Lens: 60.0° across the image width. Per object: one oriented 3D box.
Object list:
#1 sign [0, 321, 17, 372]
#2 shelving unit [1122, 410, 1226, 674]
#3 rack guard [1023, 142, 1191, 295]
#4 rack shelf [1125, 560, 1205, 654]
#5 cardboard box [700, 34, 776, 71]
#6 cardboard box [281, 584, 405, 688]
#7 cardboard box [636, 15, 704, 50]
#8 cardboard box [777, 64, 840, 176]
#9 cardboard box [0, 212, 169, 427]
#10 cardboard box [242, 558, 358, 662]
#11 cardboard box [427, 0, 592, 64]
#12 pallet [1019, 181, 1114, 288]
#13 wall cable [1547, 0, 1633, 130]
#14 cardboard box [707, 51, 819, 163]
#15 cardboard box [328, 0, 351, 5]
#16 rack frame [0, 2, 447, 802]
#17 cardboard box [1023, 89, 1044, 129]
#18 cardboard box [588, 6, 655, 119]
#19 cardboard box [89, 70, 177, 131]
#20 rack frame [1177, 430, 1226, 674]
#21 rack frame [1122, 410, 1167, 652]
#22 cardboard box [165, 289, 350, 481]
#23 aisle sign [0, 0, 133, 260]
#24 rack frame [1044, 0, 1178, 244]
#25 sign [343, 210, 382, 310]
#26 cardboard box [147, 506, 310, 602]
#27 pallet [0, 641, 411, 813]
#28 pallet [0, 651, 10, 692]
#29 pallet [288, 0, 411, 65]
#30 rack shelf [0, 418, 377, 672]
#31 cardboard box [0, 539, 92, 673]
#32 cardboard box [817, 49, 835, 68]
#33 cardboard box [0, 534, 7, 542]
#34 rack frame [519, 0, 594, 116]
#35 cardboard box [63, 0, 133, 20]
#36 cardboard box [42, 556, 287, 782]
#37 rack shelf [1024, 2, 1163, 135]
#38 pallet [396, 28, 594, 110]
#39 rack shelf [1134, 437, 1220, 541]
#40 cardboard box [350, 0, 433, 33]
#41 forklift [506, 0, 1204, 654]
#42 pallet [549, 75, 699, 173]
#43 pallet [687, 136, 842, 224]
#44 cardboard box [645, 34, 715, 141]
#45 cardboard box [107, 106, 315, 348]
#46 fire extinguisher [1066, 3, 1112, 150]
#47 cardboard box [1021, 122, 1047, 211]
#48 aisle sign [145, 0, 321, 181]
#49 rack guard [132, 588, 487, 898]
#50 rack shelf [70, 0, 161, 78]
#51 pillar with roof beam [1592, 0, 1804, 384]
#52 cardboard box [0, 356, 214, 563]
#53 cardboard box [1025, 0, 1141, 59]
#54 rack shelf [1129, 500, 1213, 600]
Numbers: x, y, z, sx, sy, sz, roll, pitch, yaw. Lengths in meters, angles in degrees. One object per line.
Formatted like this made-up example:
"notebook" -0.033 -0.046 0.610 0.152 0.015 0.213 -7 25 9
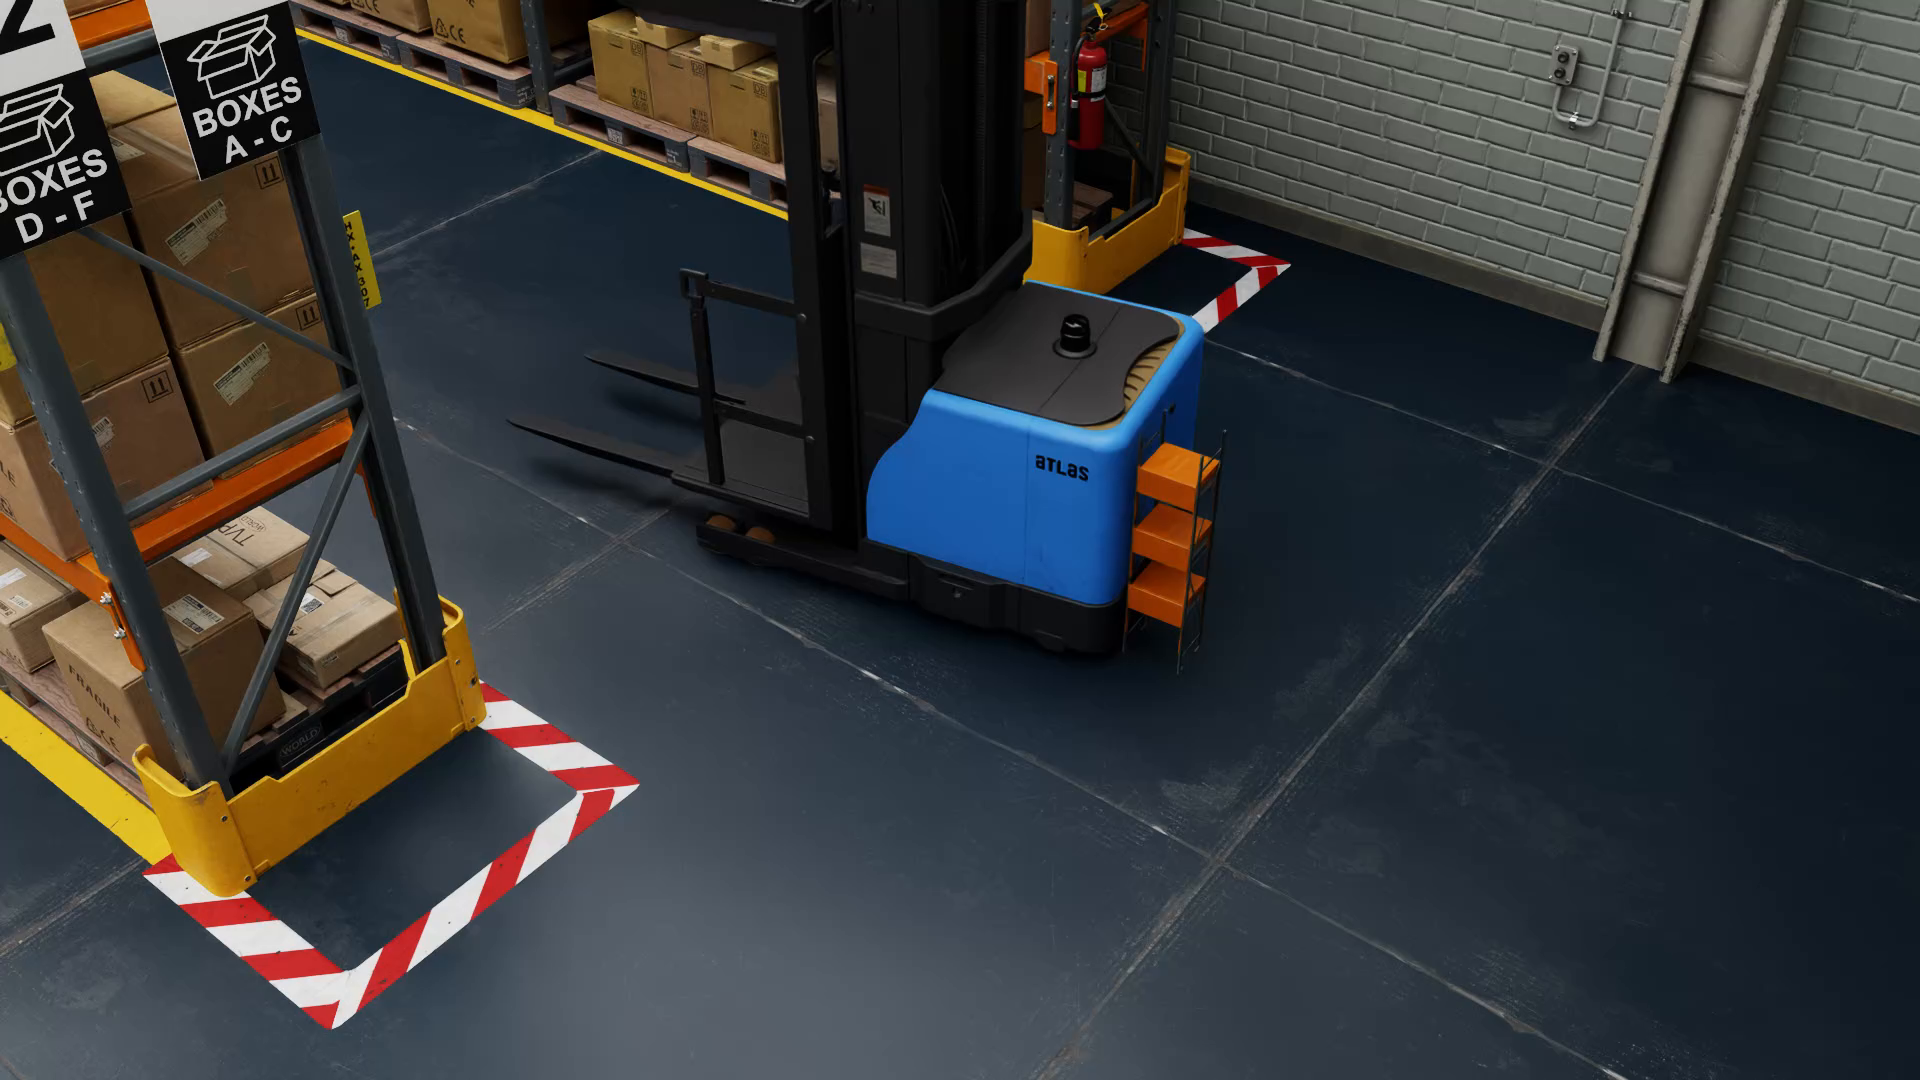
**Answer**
"sign" -2.577 -0.580 4.362 0.005 0.325 0.100 25 45 29
"shelving unit" 0.811 0.024 6.367 0.252 1.050 0.215 22 43 25
"rack guard" 0.802 -1.697 9.012 0.348 0.500 1.175 25 45 29
"rack shelf" 0.811 0.252 6.545 0.240 0.259 0.215 22 43 25
"cardboard box" -1.287 -2.882 9.659 0.250 0.149 0.380 24 44 27
"cardboard box" -2.348 0.361 6.312 0.250 0.149 0.380 25 45 29
"cardboard box" -1.702 -3.077 9.908 0.250 0.149 0.380 27 45 30
"cardboard box" -0.632 -2.460 9.646 0.500 0.500 0.700 24 44 27
"cardboard box" -2.745 -0.729 4.855 0.500 0.500 0.500 25 44 28
"cardboard box" -2.546 0.260 6.426 0.250 0.166 0.380 25 45 29
"cardboard box" -2.990 -3.687 10.930 0.750 0.750 0.750 26 45 29
"pallet" 0.100 -1.854 9.447 1.213 0.211 1.003 25 45 29
"wall cable" 2.374 -3.074 7.919 1.851 1.984 0.084 25 45 29
"cardboard box" -1.060 -2.656 9.897 0.500 0.500 0.700 26 45 30
"cardboard box" -4.376 -4.335 11.757 0.750 0.750 0.750 25 44 28
"rack frame" -2.224 -0.264 5.153 0.127 3.000 1.000 25 45 29
"cardboard box" 0.387 -2.391 9.032 0.250 0.149 0.380 26 45 29
"cardboard box" -1.863 -3.040 10.386 0.500 0.500 0.700 26 45 29
"cardboard box" -2.836 -1.184 5.437 0.500 0.500 0.500 26 45 29
"rack frame" 0.914 0.065 6.315 0.008 1.050 0.200 22 43 25
"rack frame" 0.708 -0.016 6.419 0.008 1.050 0.200 22 43 25
"cardboard box" -2.416 -0.598 5.500 0.500 0.500 0.500 26 45 29
"aisle sign" -2.356 -1.112 4.128 0.004 0.787 0.394 25 45 29
"rack frame" 0.782 -2.691 8.253 0.127 3.000 1.000 25 45 29
"sign" -1.894 -0.870 5.226 0.005 0.325 0.100 25 45 29
"cardboard box" -2.881 0.116 6.542 0.500 0.250 0.500 25 45 29
"pallet" -2.918 0.508 6.430 1.213 0.211 1.003 25 45 29
"pallet" -3.883 0.051 7.014 1.213 0.211 1.003 25 45 29
"pallet" -4.027 -3.799 11.932 1.213 0.211 1.003 25 45 29
"rack shelf" -3.813 -0.729 6.332 4.000 0.370 1.077 25 45 29
"cardboard box" -3.542 0.192 6.445 0.500 0.250 0.500 25 45 29
"cardboard box" -0.622 -2.865 9.637 0.250 0.149 0.380 26 45 29
"cardboard box" -3.906 -0.251 6.805 0.637 0.503 0.797 25 45 29
"rack frame" -2.395 -4.189 10.167 0.127 3.000 1.000 25 45 29
"cardboard box" -2.478 -1.703 4.680 0.500 0.250 0.500 25 45 29
"cardboard box" -2.806 0.464 5.894 0.500 0.500 0.500 25 45 29
"rack shelf" -0.806 -3.156 9.432 4.000 0.370 1.077 25 45 29
"pallet" -3.053 -3.343 11.348 1.213 0.211 1.003 25 45 29
"rack shelf" 0.811 -0.191 6.199 0.240 0.259 0.215 22 43 25
"cardboard box" -3.698 -4.019 11.353 0.750 0.750 0.750 27 45 30
"forklift" -0.567 -1.318 6.556 3.031 2.935 1.130 16 41 20
"pallet" -1.838 -2.768 10.614 1.213 0.211 1.003 25 45 29
"pallet" -0.865 -2.311 10.030 1.213 0.211 1.003 25 45 29
"cardboard box" -1.466 -2.850 10.144 0.500 0.500 0.700 25 44 28
"cardboard box" -2.416 -0.992 5.192 0.500 0.500 0.500 27 45 30
"fire extinguisher" 0.622 -2.231 8.031 0.183 0.674 0.296 25 45 29
"cardboard box" 0.166 -2.085 9.167 0.500 0.500 0.700 25 45 29
"aisle sign" -1.991 -1.405 4.503 0.004 0.787 0.394 25 45 29
"rack guard" -2.284 0.692 5.960 0.348 0.500 1.175 25 45 29
"rack shelf" -3.813 -1.910 5.407 4.000 0.370 1.077 25 45 29
"pillar with roof beam" 0.837 -2.357 2.961 0.400 9.000 9.100 25 45 29
"cardboard box" -2.745 -0.337 5.167 0.500 0.500 0.500 27 45 30
"cardboard box" 0.371 -2.995 8.399 0.700 0.700 0.980 27 46 30
"rack shelf" 0.811 0.033 6.374 0.240 0.259 0.215 22 43 25
